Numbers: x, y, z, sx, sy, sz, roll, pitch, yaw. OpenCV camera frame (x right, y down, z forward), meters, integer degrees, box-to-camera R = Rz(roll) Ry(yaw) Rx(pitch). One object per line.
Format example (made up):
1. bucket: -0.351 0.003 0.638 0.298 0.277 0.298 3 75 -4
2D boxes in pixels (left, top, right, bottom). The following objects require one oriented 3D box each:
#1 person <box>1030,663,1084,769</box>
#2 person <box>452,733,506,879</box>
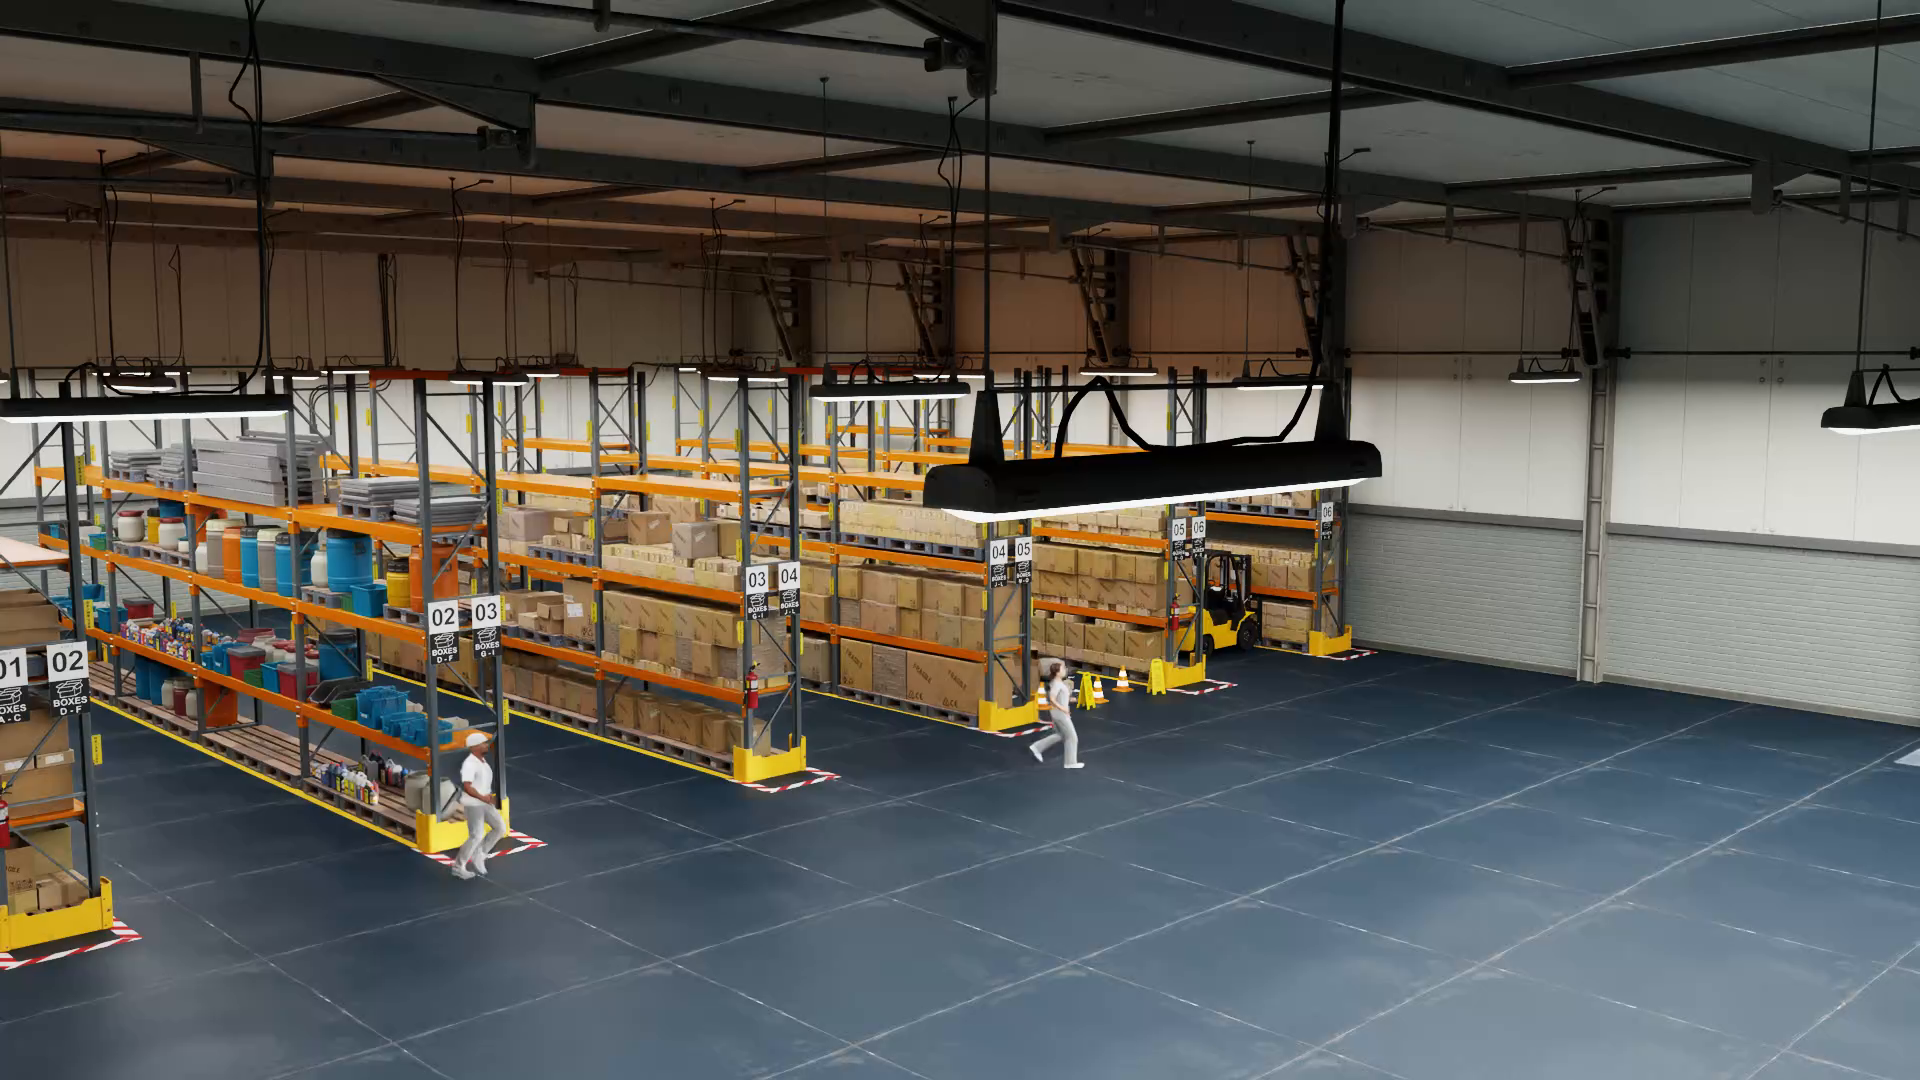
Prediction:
1. person: 1.479 2.668 25.257 0.829 1.638 0.577 0 6 -4
2. person: -5.837 3.201 20.209 0.611 1.725 0.763 0 6 1
